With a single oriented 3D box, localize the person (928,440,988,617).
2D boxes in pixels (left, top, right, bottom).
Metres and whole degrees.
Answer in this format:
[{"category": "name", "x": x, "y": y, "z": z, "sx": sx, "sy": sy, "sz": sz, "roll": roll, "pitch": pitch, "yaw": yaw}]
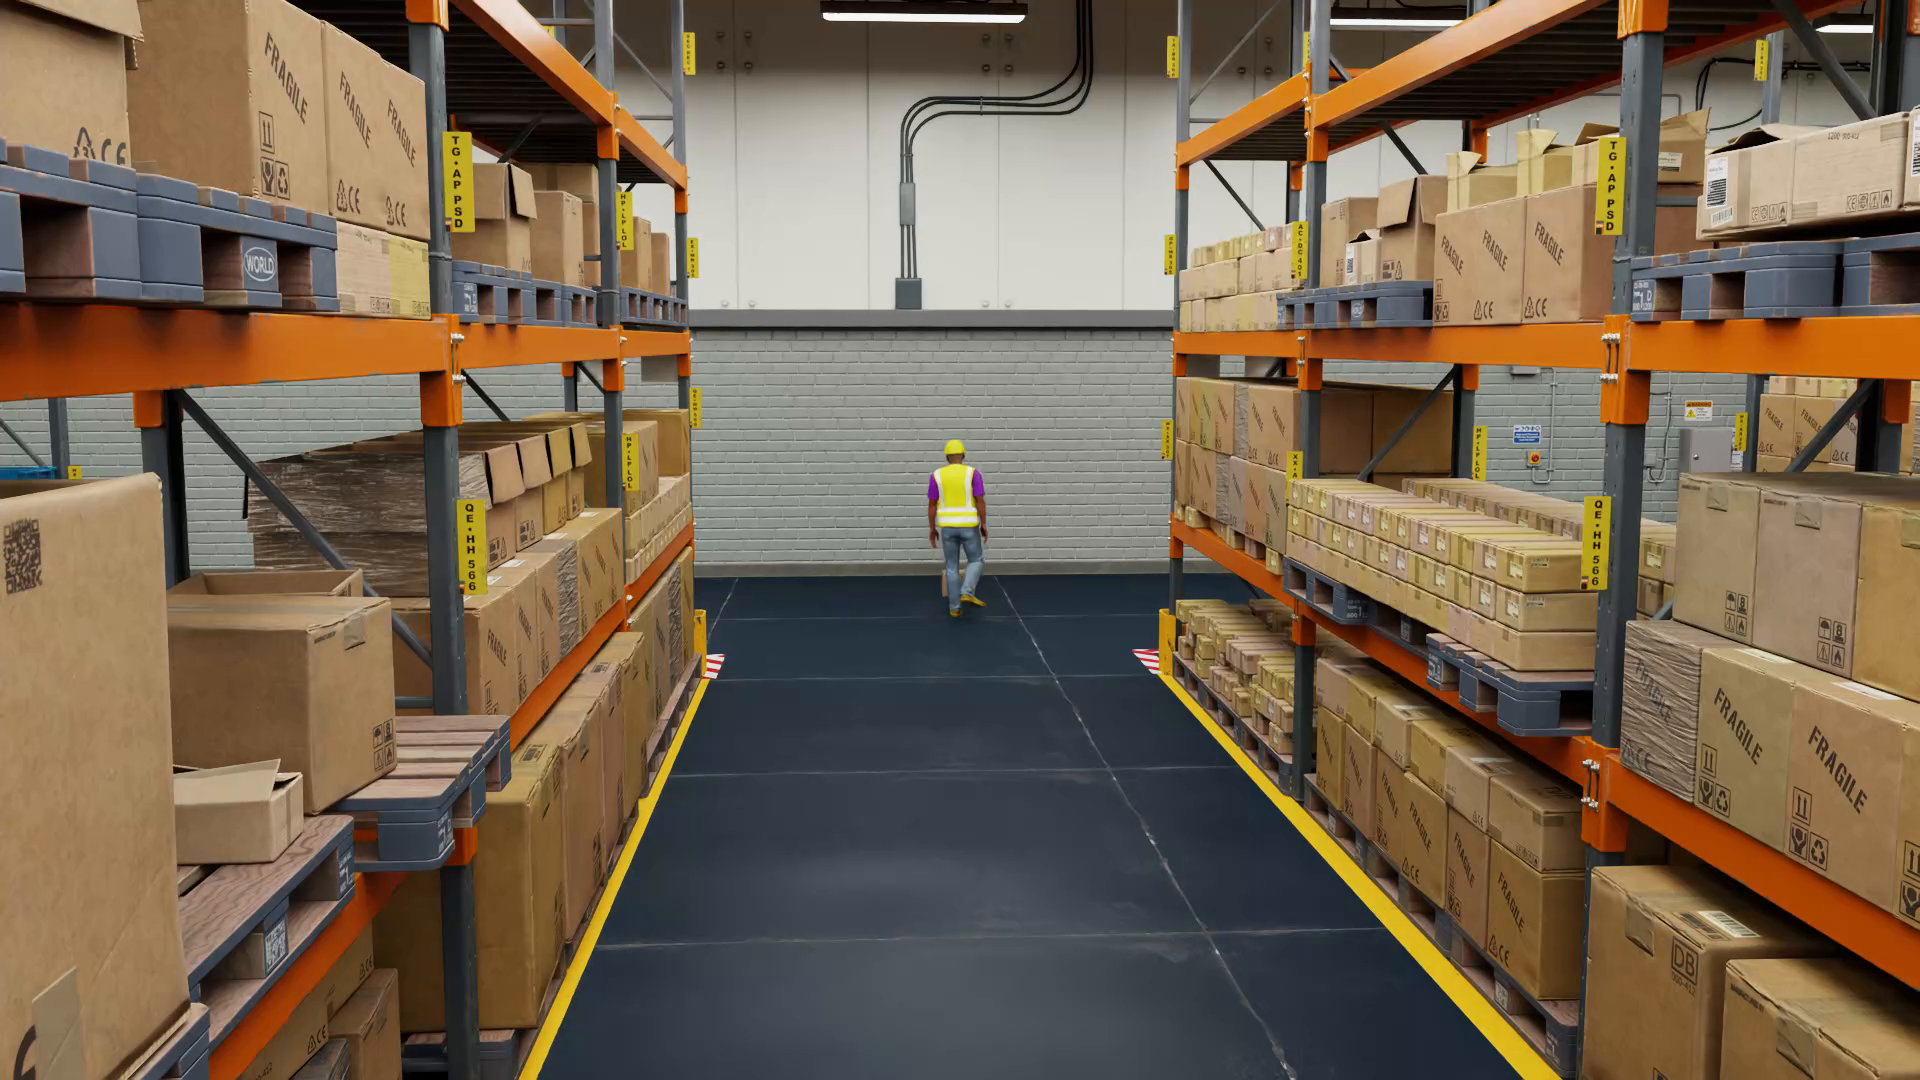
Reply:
[{"category": "person", "x": -0.024, "y": -0.117, "z": 16.595, "sx": 0.614, "sy": 1.760, "sz": 0.566, "roll": 1, "pitch": 7, "yaw": 9}]
